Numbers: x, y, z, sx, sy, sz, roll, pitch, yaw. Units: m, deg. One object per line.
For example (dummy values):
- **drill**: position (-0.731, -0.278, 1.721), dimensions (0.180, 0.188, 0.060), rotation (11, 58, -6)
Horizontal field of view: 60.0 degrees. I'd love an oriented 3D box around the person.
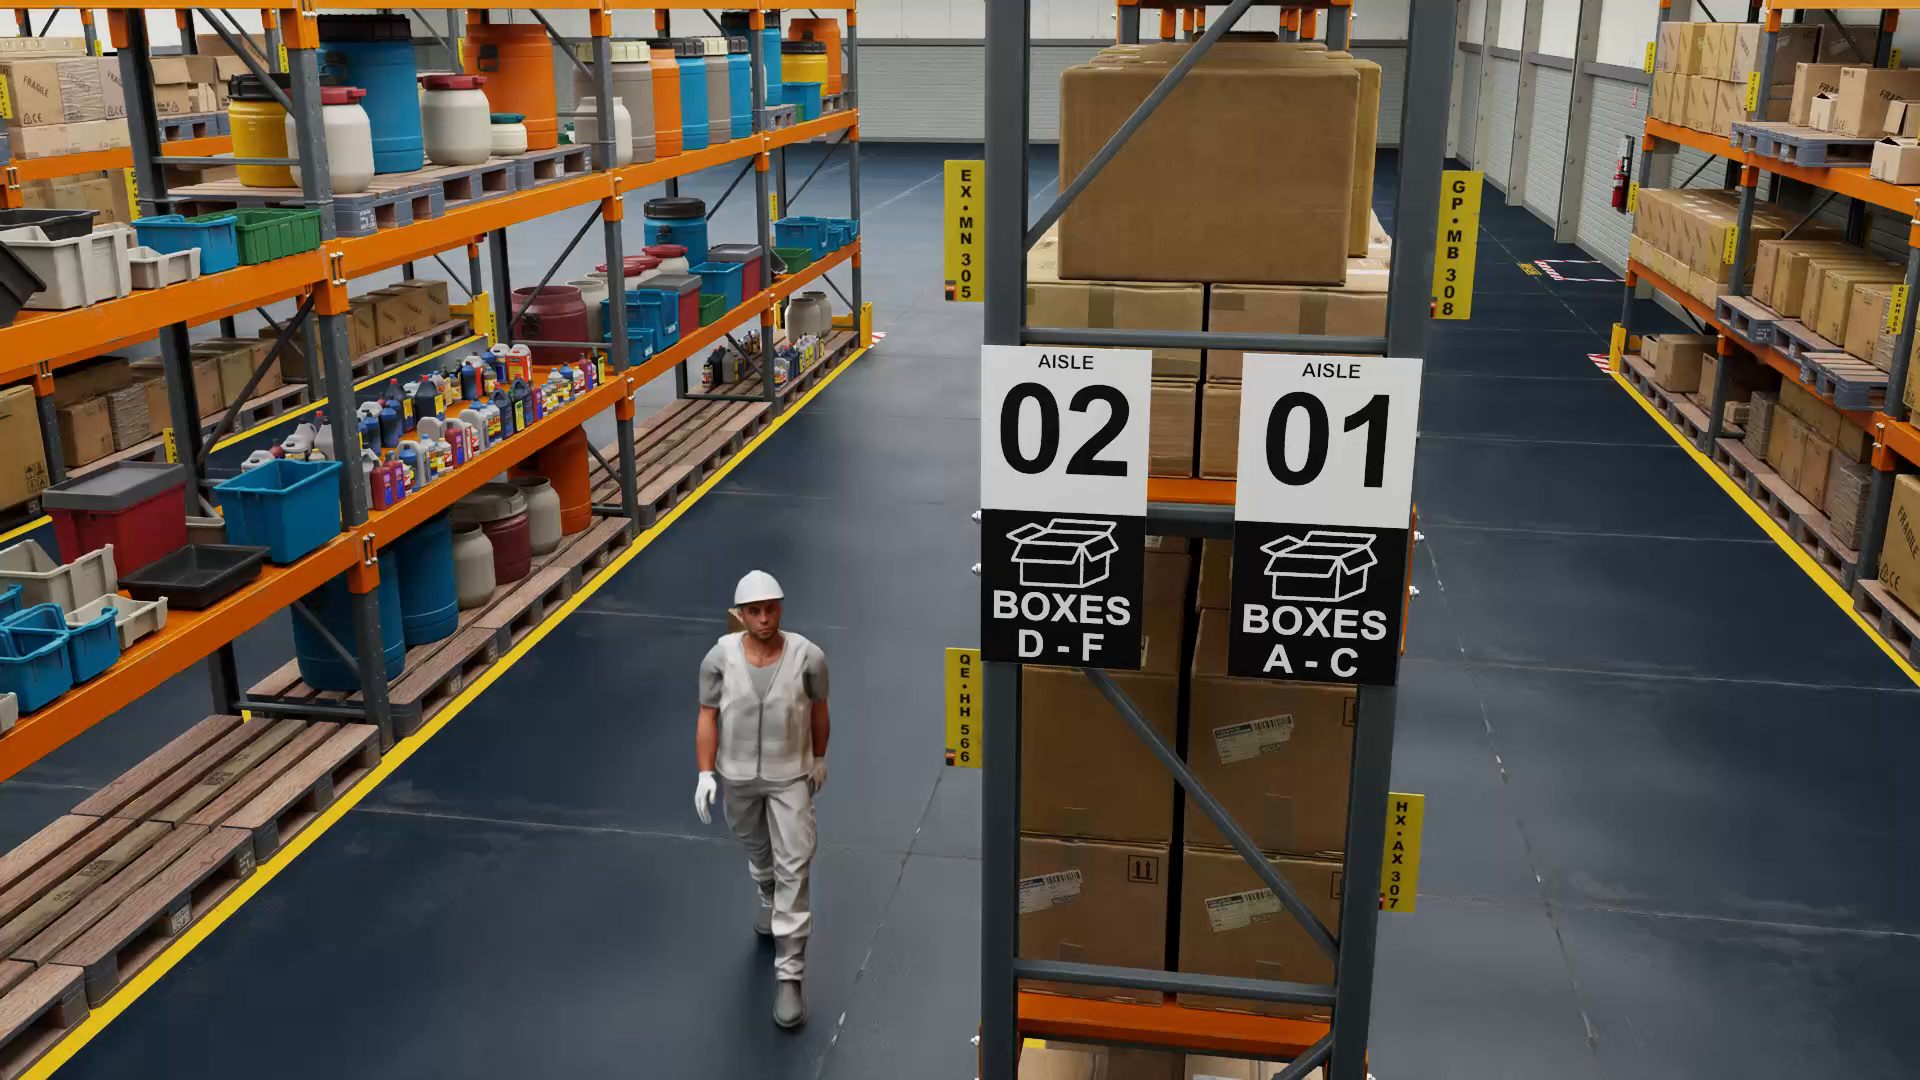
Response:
- **person**: position (-0.821, 0.991, 6.847), dimensions (0.528, 1.731, 0.977), rotation (1, 18, 3)
